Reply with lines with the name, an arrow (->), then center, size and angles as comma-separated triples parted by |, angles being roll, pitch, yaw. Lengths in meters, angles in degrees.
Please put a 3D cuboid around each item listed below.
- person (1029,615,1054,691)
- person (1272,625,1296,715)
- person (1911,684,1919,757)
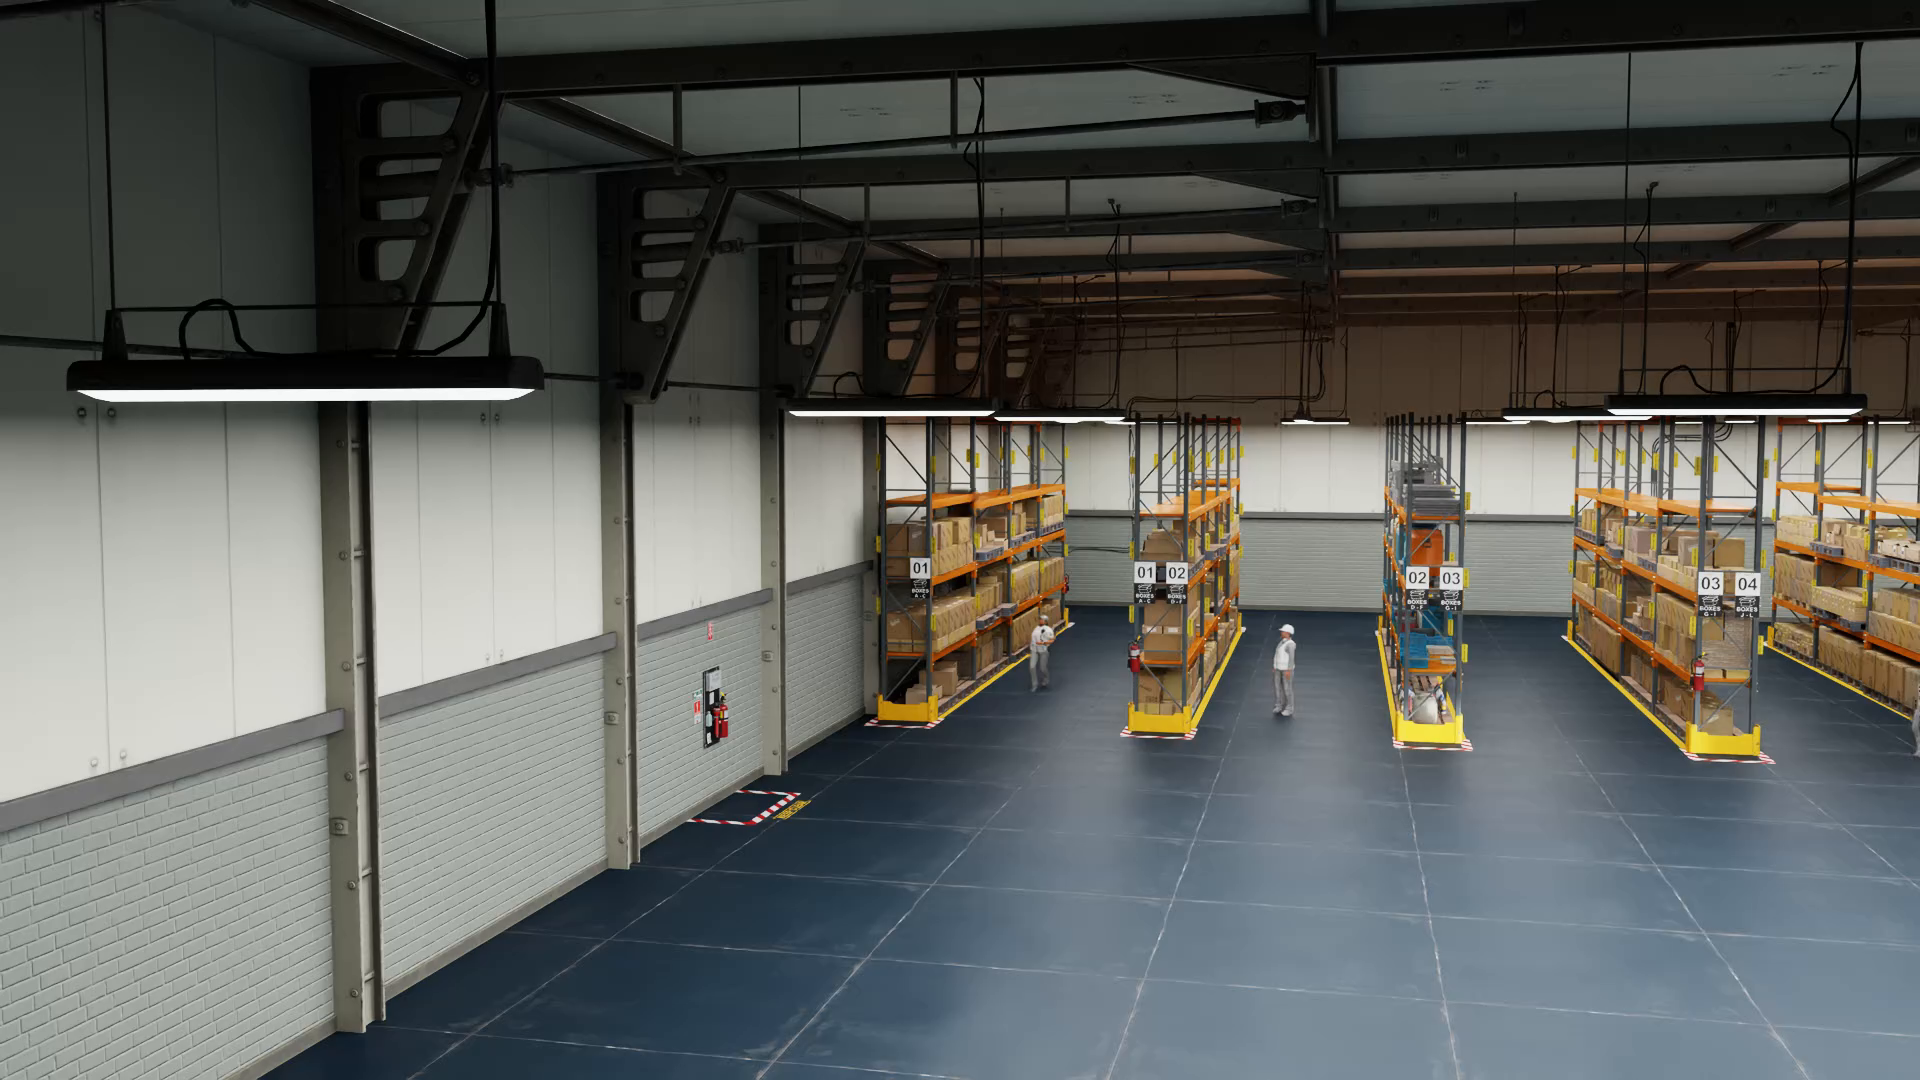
person -> 1.817, 2.476, 36.385 | 0.555, 1.665, 0.746 | 1, 4, 18
person -> 6.490, 2.582, 33.242 | 0.402, 1.779, 0.574 | -2, 4, -27
person -> 16.809, 2.962, 28.878 | 0.426, 1.748, 0.457 | -1, 4, -18
